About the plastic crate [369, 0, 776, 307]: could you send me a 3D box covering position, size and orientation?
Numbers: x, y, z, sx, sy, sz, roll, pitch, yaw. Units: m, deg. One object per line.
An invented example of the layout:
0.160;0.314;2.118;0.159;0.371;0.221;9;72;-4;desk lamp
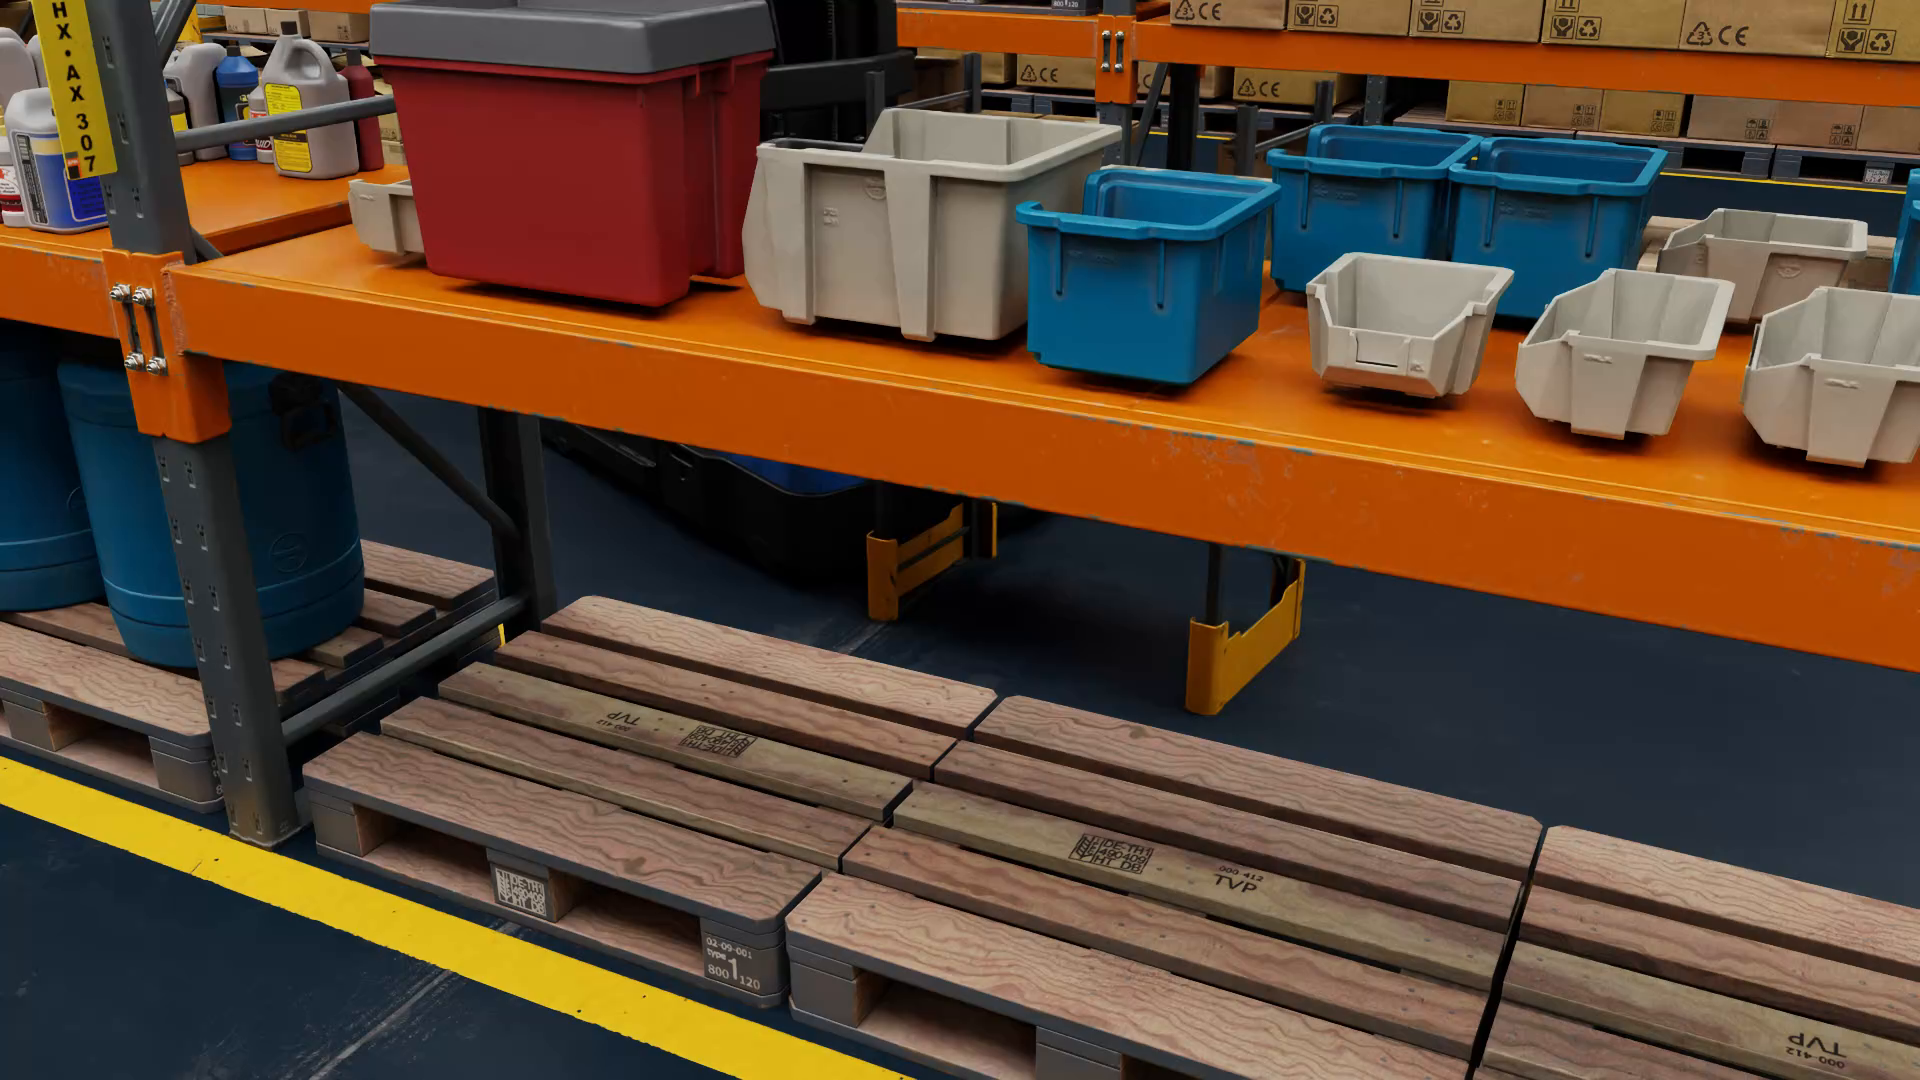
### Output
-0.655;-0.693;2.889;0.583;0.464;0.402;11;25;25;plastic crate

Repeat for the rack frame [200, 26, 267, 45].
-7.577;-6.460;16.608;0.127;3.000;1.000;11;25;25;rack frame

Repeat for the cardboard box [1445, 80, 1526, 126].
3.753;-3.216;11.638;0.500;0.500;0.700;12;26;25;cardboard box

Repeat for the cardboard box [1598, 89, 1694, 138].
4.657;-3.035;11.212;0.500;0.500;0.700;12;26;26;cardboard box

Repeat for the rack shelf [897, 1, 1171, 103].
-0.885;-2.633;8.527;4.000;0.370;1.077;11;25;25;rack shelf

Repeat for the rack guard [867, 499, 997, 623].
-0.074;0.017;4.891;0.087;0.250;0.587;14;27;30;rack guard

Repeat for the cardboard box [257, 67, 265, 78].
-4.164;-2.689;10.000;0.500;0.311;0.500;11;25;24;cardboard box

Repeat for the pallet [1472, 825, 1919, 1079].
1.513;0.949;2.749;1.213;0.211;1.003;11;25;25;pallet

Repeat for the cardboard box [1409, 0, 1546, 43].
2.136;-2.293;6.681;0.500;0.500;0.500;11;25;24;cardboard box

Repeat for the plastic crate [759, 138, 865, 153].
-0.218;-0.678;3.287;0.590;0.125;0.437;11;25;25;plastic crate

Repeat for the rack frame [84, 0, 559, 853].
-1.338;-0.881;3.489;0.127;3.000;1.000;11;25;25;rack frame

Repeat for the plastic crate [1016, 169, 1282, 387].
0.283;-0.399;2.492;0.300;0.233;0.416;11;25;25;plastic crate

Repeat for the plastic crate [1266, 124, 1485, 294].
0.717;-0.570;2.894;0.300;0.233;0.416;11;25;25;plastic crate

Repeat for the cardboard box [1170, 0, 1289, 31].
1.232;-2.471;7.101;0.500;0.500;0.500;12;26;26;cardboard box

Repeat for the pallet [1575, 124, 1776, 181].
4.868;-2.682;11.286;1.213;0.211;1.003;11;25;25;pallet

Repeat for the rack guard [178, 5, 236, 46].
-7.510;-5.297;17.066;0.348;0.500;1.175;11;25;25;rack guard

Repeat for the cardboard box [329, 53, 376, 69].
-3.931;-2.879;10.446;0.500;0.311;0.500;10;25;23;cardboard box

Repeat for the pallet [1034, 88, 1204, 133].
1.316;-3.383;12.935;1.213;0.211;1.003;11;25;25;pallet

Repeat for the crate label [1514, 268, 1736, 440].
0.910;-0.259;2.286;0.243;0.136;0.396;11;25;25;crate label

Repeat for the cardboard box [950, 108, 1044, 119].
0.097;-1.924;8.572;0.500;0.500;0.500;12;26;25;cardboard box

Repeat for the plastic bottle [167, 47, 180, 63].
-1.997;-1.132;4.242;0.097;0.271;0.097;0;23;0;plastic bottle

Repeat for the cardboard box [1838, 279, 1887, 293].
3.552;-0.916;6.629;0.250;0.166;0.380;11;25;25;cardboard box

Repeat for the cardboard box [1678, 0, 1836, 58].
3.040;-2.115;6.262;0.500;0.500;0.500;11;26;25;cardboard box

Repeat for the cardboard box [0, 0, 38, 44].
-6.512;-3.487;11.636;0.500;0.500;0.500;11;25;25;cardboard box

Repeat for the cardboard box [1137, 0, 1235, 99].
1.698;-3.771;12.494;0.750;0.750;0.750;12;26;26;cardboard box

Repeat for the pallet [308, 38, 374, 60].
-5.716;-4.792;16.248;1.213;0.211;1.003;11;25;25;pallet

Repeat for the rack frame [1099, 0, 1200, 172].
0.900;-2.611;7.556;0.127;3.000;1.000;11;25;25;rack frame

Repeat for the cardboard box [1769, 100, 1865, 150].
5.585;-2.855;10.788;0.500;0.500;0.700;11;25;24;cardboard box

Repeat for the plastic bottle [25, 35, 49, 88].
-2.406;-1.203;4.403;0.135;0.276;0.152;11;25;25;plastic bottle

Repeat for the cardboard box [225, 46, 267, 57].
-4.837;-3.059;10.871;0.500;0.311;0.500;11;25;24;cardboard box

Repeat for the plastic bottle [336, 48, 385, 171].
-1.473;-1.041;4.015;0.133;0.283;0.061;11;25;25;plastic bottle

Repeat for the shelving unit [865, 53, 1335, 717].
0.343;-0.452;4.396;1.083;1.500;0.587;14;27;30;shelving unit

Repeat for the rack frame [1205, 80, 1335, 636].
0.761;-0.345;4.144;0.032;1.500;0.500;14;27;30;rack frame

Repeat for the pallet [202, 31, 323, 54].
-6.801;-5.008;16.756;1.213;0.211;1.003;11;25;25;pallet

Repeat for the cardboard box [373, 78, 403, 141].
-3.248;-2.509;9.578;0.500;0.311;0.500;12;26;26;cardboard box

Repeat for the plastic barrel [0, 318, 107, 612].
-2.448;-0.336;4.352;0.708;0.901;0.600;11;25;25;plastic barrel

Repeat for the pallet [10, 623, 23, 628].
-3.101;0.036;4.895;1.213;0.211;1.003;11;25;25;pallet

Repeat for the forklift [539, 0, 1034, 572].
-0.958;-1.766;5.657;1.130;2.935;3.031;-17;28;-34;forklift

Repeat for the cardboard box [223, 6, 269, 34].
-7.001;-5.272;16.687;0.500;0.311;0.500;8;24;19;cardboard box

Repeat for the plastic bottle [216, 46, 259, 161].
-1.790;-1.091;4.146;0.097;0.271;0.097;0;23;0;plastic bottle

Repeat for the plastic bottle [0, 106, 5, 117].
-2.122;-0.858;3.688;0.097;0.201;0.097;0;23;0;plastic bottle

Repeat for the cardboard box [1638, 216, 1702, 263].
3.220;-1.213;7.221;0.500;0.250;0.500;11;25;25;cardboard box

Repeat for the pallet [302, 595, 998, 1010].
-0.665;0.518;3.762;1.213;0.211;1.003;11;25;25;pallet

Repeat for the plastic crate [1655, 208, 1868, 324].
1.305;-0.445;2.724;0.298;0.136;0.250;11;25;25;plastic crate

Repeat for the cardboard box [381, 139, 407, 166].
-3.249;-2.253;9.691;0.500;0.250;0.500;12;26;26;cardboard box

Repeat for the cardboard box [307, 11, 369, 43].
-5.860;-5.111;16.068;0.500;0.500;0.700;10;25;21;cardboard box

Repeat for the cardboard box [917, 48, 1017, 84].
0.159;-4.076;13.212;0.750;0.750;0.750;11;25;24;cardboard box

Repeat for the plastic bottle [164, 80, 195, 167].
-1.946;-1.022;4.075;0.097;0.201;0.097;0;23;0;plastic bottle

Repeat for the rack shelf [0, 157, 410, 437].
-3.123;-0.903;4.461;4.000;0.370;1.077;11;25;25;rack shelf

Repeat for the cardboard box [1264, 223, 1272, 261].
1.177;-1.426;7.644;0.500;0.311;0.500;11;25;25;cardboard box

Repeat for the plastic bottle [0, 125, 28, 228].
-1.952;-0.757;3.452;0.097;0.201;0.097;0;23;0;plastic bottle

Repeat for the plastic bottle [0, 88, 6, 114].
-2.241;-0.957;3.730;0.185;0.351;0.144;11;25;25;plastic bottle
